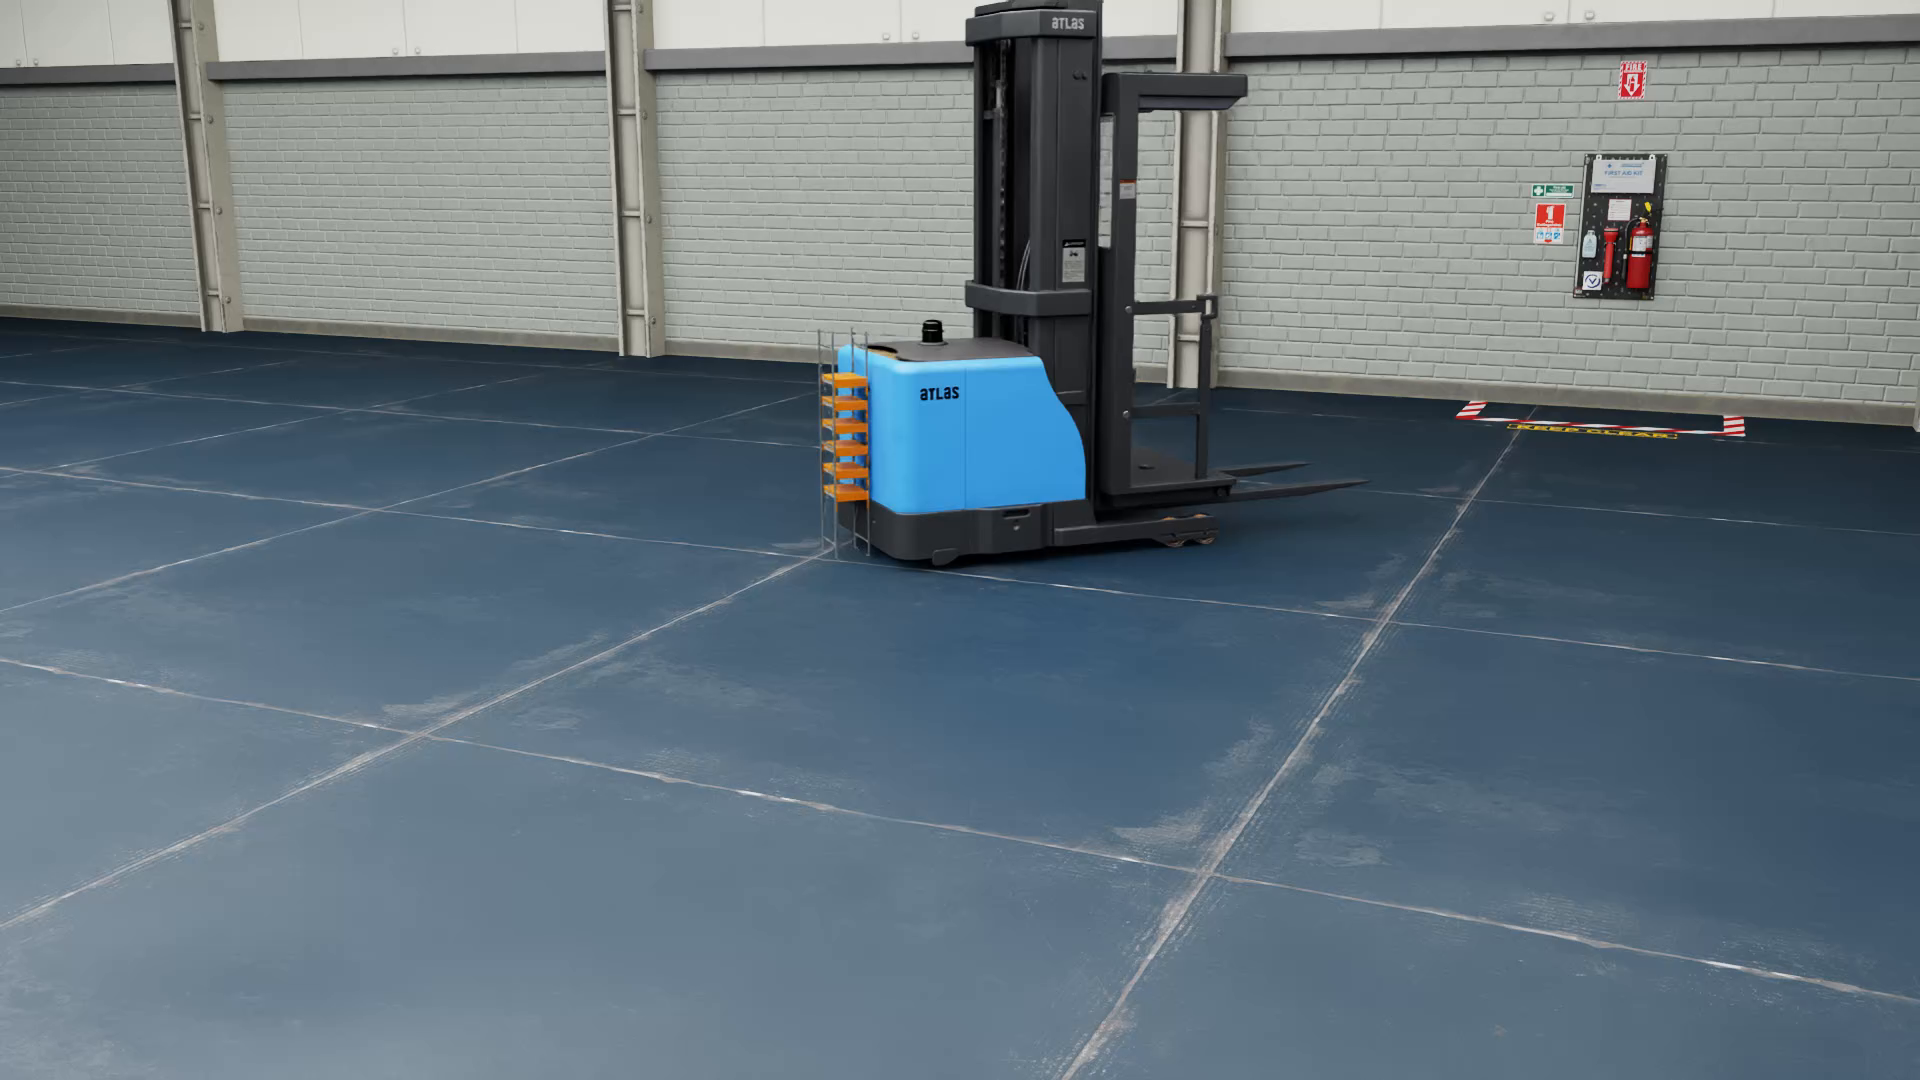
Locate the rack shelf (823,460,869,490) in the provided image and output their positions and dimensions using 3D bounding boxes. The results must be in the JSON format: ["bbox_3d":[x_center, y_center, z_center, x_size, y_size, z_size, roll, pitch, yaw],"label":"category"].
[{"bbox_3d":[-0.613,-0.348,8.832,0.180,0.103,0.258,-6,14,-22],"label":"rack shelf"}]

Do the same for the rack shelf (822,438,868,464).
[{"bbox_3d":[-0.613,-0.465,8.804,0.180,0.103,0.258,-6,14,-22],"label":"rack shelf"}]

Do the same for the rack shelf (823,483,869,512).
[{"bbox_3d":[-0.613,-0.231,8.859,0.180,0.103,0.258,-6,14,-22],"label":"rack shelf"}]

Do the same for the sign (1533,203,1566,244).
[{"bbox_3d":[4.908,-2.636,13.842,0.234,0.329,0.001,6,14,23],"label":"sign"}]

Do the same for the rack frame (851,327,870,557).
[{"bbox_3d":[-0.528,-0.516,8.829,0.006,1.200,0.240,-6,14,-22],"label":"rack frame"}]

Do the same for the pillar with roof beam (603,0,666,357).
[{"bbox_3d":[-5.100,-5.441,12.743,0.400,9.000,9.100,6,14,23],"label":"pillar with roof beam"}]

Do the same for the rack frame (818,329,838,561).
[{"bbox_3d":[-0.697,-0.500,8.759,0.006,1.200,0.240,-6,14,-22],"label":"rack frame"}]

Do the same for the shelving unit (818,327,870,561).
[{"bbox_3d":[-0.613,-0.508,8.794,0.189,1.200,0.258,-6,14,-22],"label":"shelving unit"}]

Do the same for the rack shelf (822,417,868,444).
[{"bbox_3d":[-0.613,-0.582,8.777,0.180,0.103,0.258,-6,14,-22],"label":"rack shelf"}]

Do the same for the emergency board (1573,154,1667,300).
[{"bbox_3d":[5.372,-2.545,13.537,0.643,1.169,0.194,6,14,23],"label":"emergency board"}]

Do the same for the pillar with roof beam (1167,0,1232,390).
[{"bbox_3d":[0.386,-4.886,10.377,0.400,9.000,9.100,6,14,23],"label":"pillar with roof beam"}]

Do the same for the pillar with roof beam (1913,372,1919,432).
[{"bbox_3d":[5.872,-4.330,8.011,0.400,9.000,9.100,6,14,23],"label":"pillar with roof beam"}]

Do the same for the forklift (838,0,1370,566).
[{"bbox_3d":[0.882,-1.491,9.192,3.031,2.935,1.130,-6,14,-22],"label":"forklift"}]

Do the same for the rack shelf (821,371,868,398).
[{"bbox_3d":[-0.613,-0.815,8.722,0.180,0.103,0.258,-6,14,-22],"label":"rack shelf"}]

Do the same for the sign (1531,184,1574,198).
[{"bbox_3d":[4.908,-2.891,13.772,0.331,0.109,0.001,6,14,23],"label":"sign"}]

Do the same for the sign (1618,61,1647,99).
[{"bbox_3d":[5.405,-3.696,13.364,0.199,0.298,0.001,6,14,23],"label":"sign"}]

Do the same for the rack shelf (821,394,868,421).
[{"bbox_3d":[-0.613,-0.699,8.749,0.180,0.103,0.258,-6,14,-22],"label":"rack shelf"}]

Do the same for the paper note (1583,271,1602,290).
[{"bbox_3d":[5.238,-2.147,13.769,0.142,0.148,0.016,6,14,23],"label":"paper note"}]

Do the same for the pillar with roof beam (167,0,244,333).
[{"bbox_3d":[-10.586,-5.996,15.109,0.400,9.000,9.100,6,14,23],"label":"pillar with roof beam"}]
